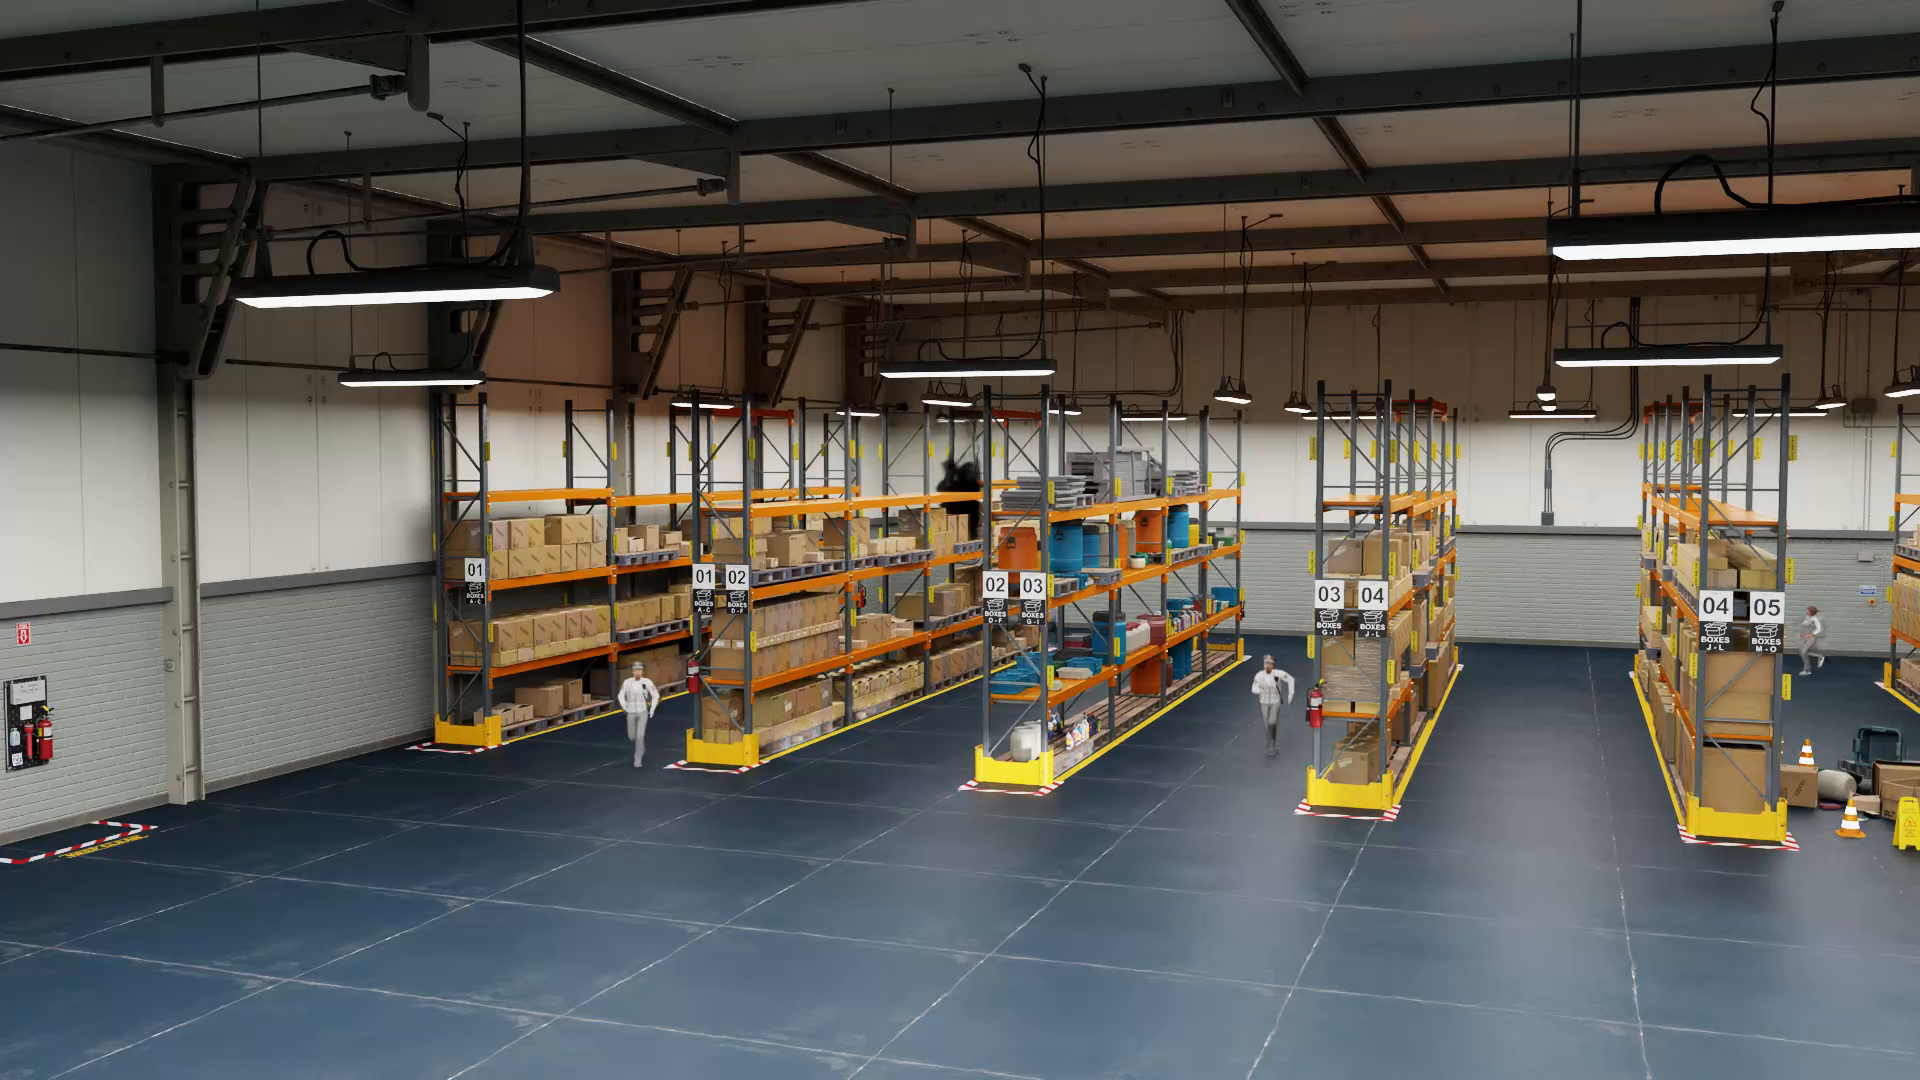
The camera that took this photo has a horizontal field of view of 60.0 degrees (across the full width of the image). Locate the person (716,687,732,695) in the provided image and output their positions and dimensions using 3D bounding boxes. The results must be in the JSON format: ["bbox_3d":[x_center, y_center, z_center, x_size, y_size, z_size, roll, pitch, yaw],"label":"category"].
[{"bbox_3d":[-4.462,2.535,31.663,0.599,1.604,0.662,0,3,9],"label":"person"}]

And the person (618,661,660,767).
[{"bbox_3d":[-5.155,2.767,26.656,0.657,1.675,0.611,0,3,2],"label":"person"}]

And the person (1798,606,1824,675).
[{"bbox_3d":[19.122,2.252,37.267,0.576,1.563,0.536,0,3,3],"label":"person"}]

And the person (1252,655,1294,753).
[{"bbox_3d":[5.131,2.697,27.341,0.645,1.643,0.757,1,3,23],"label":"person"}]

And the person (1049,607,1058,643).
[{"bbox_3d":[2.342,1.955,42.493,0.831,1.533,0.596,2,4,35],"label":"person"}]
